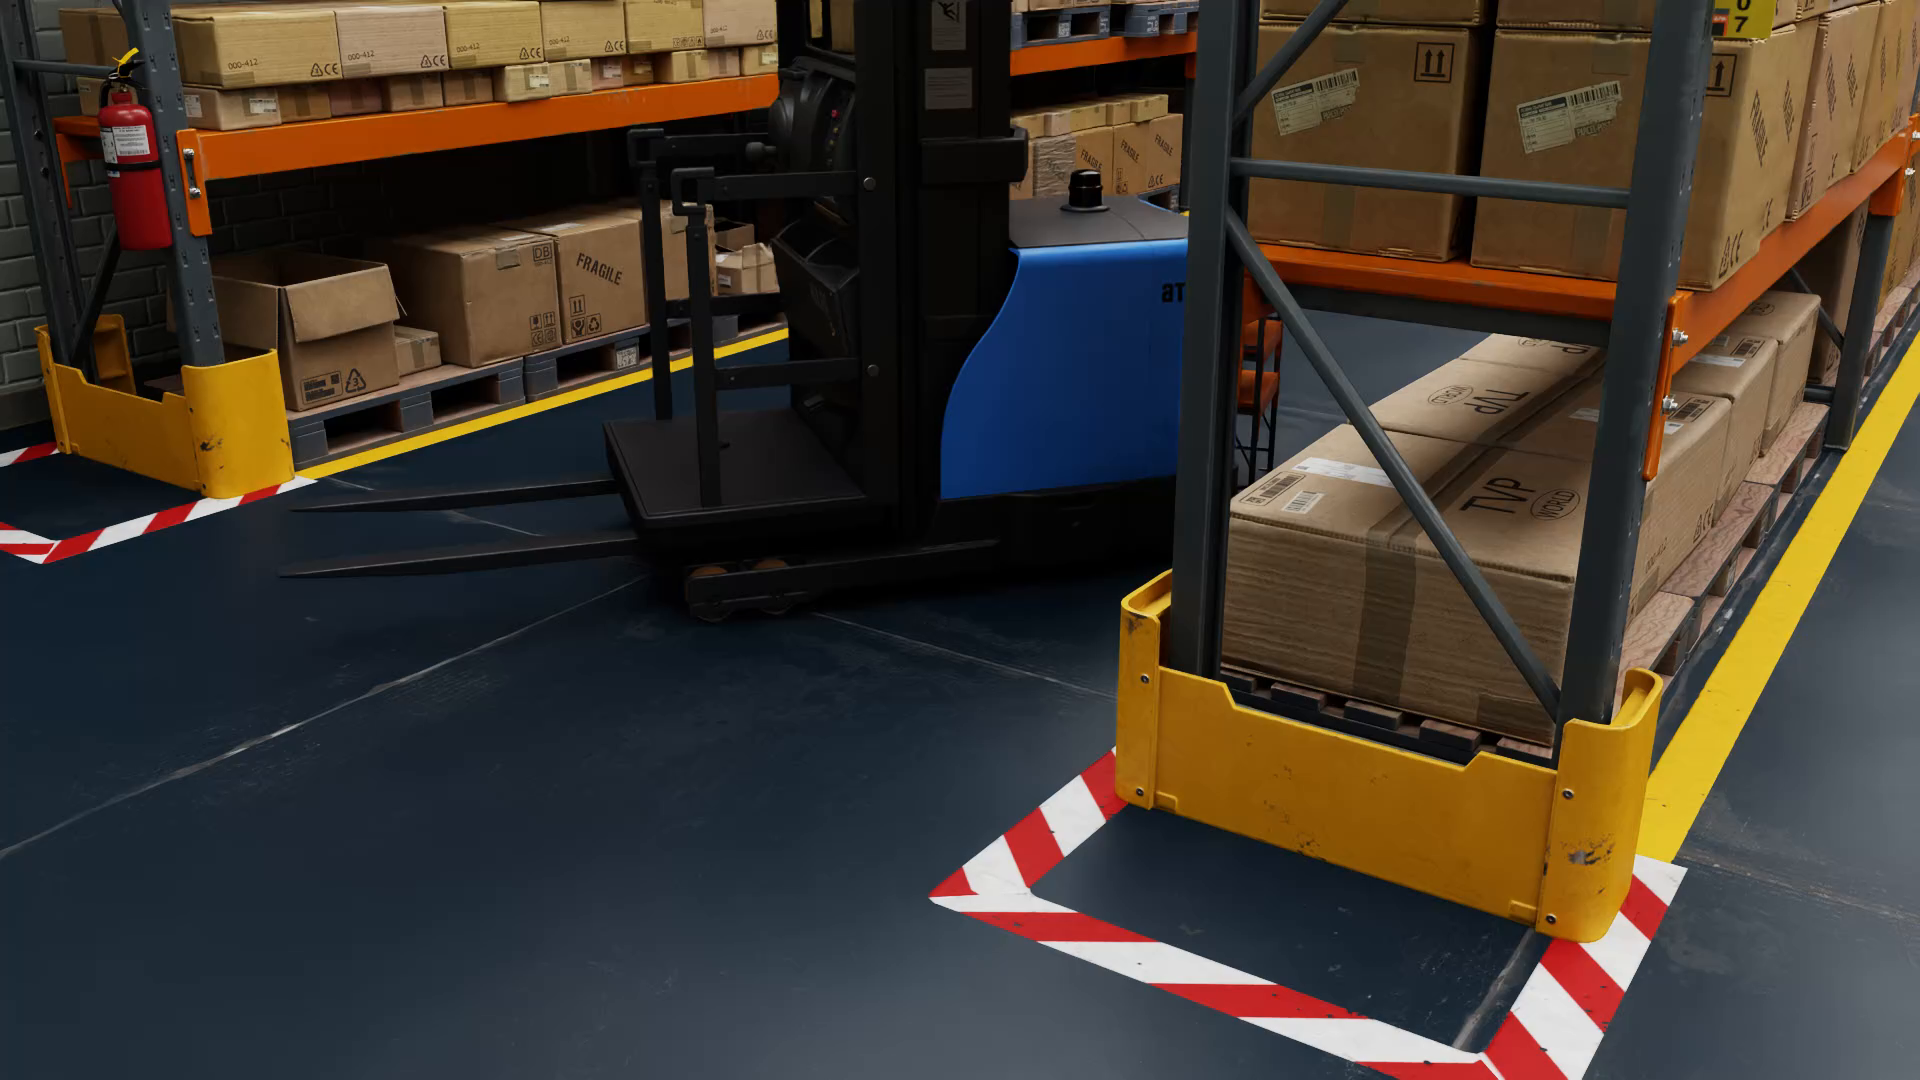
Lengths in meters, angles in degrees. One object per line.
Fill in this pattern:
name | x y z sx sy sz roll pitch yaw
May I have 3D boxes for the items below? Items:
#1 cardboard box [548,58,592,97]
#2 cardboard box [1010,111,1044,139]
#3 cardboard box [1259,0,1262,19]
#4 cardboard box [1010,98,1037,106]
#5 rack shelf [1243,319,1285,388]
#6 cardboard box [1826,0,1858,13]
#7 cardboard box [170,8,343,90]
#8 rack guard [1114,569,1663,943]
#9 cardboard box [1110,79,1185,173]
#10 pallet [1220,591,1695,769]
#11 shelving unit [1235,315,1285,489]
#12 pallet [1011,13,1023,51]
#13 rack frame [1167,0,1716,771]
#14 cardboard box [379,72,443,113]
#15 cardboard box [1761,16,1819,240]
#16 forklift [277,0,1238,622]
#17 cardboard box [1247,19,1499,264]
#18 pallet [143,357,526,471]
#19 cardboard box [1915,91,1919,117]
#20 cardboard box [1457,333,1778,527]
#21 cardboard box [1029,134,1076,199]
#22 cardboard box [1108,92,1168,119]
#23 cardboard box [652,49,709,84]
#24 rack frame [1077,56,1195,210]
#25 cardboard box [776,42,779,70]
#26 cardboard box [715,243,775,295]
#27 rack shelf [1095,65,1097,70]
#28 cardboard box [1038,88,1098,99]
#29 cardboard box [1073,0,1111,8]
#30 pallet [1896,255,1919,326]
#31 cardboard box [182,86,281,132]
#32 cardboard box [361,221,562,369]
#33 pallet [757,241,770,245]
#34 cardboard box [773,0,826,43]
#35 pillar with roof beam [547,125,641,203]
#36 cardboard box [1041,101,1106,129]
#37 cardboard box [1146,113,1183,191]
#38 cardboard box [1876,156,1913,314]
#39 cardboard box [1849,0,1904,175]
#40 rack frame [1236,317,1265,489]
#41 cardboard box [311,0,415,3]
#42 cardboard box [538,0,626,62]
cardboard box | -1.851 -2.053 7.353 0.380 0.149 0.250 14 24 33
cardboard box | 0.321 -2.688 10.771 0.380 0.149 0.250 13 24 32
cardboard box | 2.076 -4.138 12.845 0.500 0.250 0.500 13 24 31
cardboard box | 0.312 -3.008 11.636 0.380 0.149 0.250 12 23 29
rack shelf | 1.030 -0.702 6.127 0.258 0.148 0.480 7 21 17
cardboard box | 2.021 -1.620 4.236 0.500 0.500 0.500 13 24 31
cardboard box | -2.681 -1.837 6.196 0.500 0.250 0.500 13 24 32
rack guard | 0.935 0.456 3.812 1.175 0.500 0.348 13 24 32
cardboard box | 1.700 -3.245 13.032 0.875 0.625 0.625 14 25 34
pallet | 1.333 0.340 4.542 1.003 0.211 1.213 13 24 32
shelving unit | 1.030 -0.765 6.104 0.258 1.200 0.503 7 21 17
pallet | -0.371 -2.956 9.710 1.003 0.211 1.213 13 24 32
rack frame | 0.948 -0.723 3.397 1.000 3.000 0.127 13 24 32
cardboard box | -2.331 -1.838 6.773 0.380 0.149 0.250 14 25 33
cardboard box | 1.717 -1.003 4.008 0.500 0.500 0.500 13 24 31
forklift | -0.645 -1.330 5.136 3.031 2.935 1.130 -6 21 -16
cardboard box | 1.000 -0.960 3.893 0.500 0.500 0.500 13 24 32
pallet | -2.669 -0.633 7.173 1.003 0.211 1.213 13 24 32
cardboard box | 3.662 -1.876 6.728 0.500 0.250 0.500 13 24 31
cardboard box | 2.252 -0.450 5.746 0.875 0.438 0.875 12 24 30
cardboard box | 0.419 -2.402 10.933 0.500 0.500 0.500 12 24 30
cardboard box | 1.270 -3.124 11.948 0.380 0.149 0.250 12 23 29
cardboard box | -1.426 -2.273 7.947 0.380 0.149 0.250 13 24 31
rack frame | 1.338 -3.986 12.217 1.000 3.000 0.127 13 24 32
cardboard box | -1.009 -2.501 8.564 0.380 0.149 0.250 14 25 33
cardboard box | -1.182 -1.433 8.651 0.396 0.266 0.258 14 25 34
rack shelf | 2.462 -4.222 13.893 1.077 0.370 4.000 13 24 32
cardboard box | 0.787 -3.226 12.225 0.380 0.149 0.250 15 25 35
cardboard box | 0.573 -3.727 10.762 0.797 0.503 0.637 13 24 31
pallet | 4.940 -1.499 9.514 1.003 0.211 1.213 13 24 32
cardboard box | -2.747 -1.613 6.165 0.380 0.149 0.250 13 24 31
cardboard box | -2.224 -1.110 7.439 0.700 0.500 0.500 14 25 34
pallet | -0.485 -1.771 10.249 1.003 0.211 1.213 13 24 32
cardboard box | -0.995 -2.714 8.565 0.500 0.250 0.500 14 24 33
pillar with roof beam | 1.513 -4.788 5.739 9.100 9.000 0.400 13 24 32
cardboard box | 0.771 -2.905 11.358 0.380 0.149 0.250 14 25 33
cardboard box | 1.278 -2.847 12.136 0.500 0.500 0.500 14 25 33
cardboard box | 3.980 -1.526 8.023 0.875 0.875 0.875 14 25 33
cardboard box | 2.592 -1.439 5.188 0.500 0.500 0.500 13 24 31
rack frame | 0.953 -0.685 5.887 0.240 1.200 0.015 7 21 17
cardboard box | -2.547 -2.232 7.263 0.500 0.250 0.500 14 25 33
cardboard box | -1.846 -2.279 7.390 0.500 0.250 0.500 13 24 30
